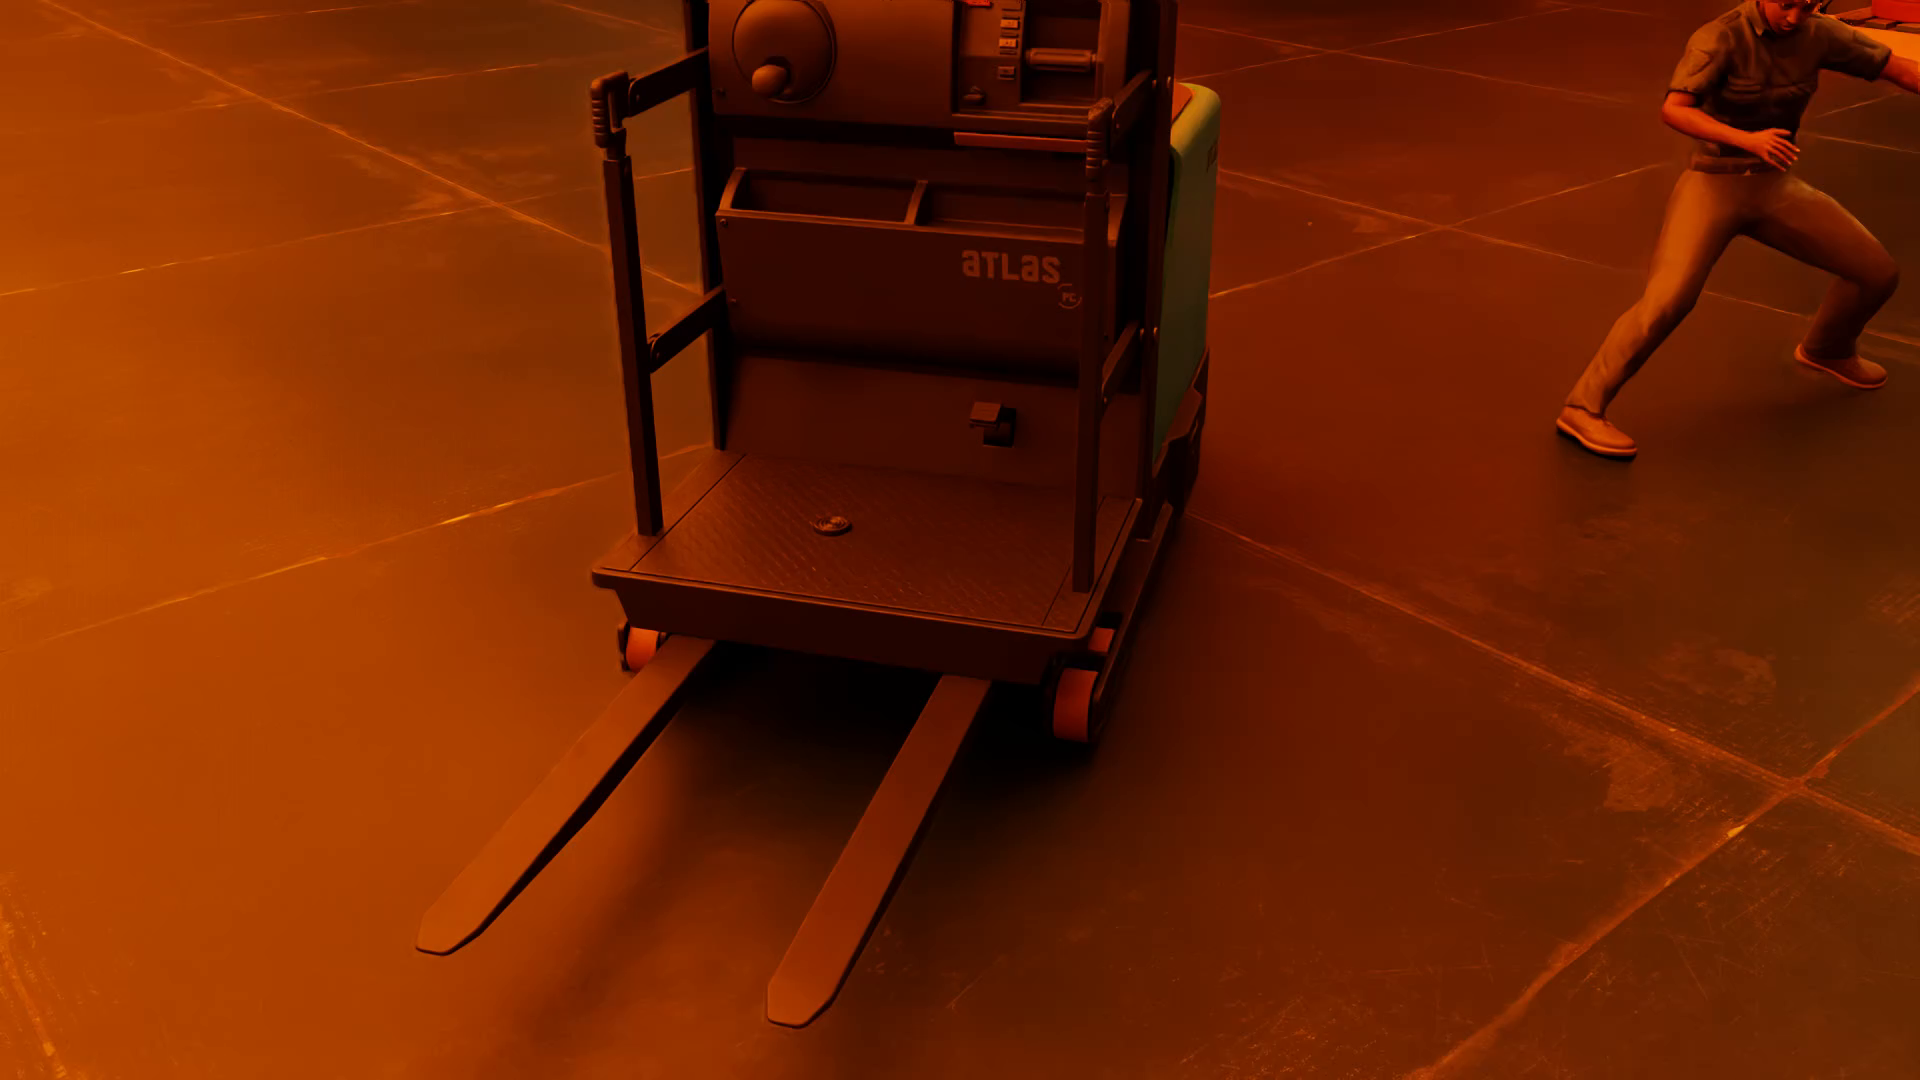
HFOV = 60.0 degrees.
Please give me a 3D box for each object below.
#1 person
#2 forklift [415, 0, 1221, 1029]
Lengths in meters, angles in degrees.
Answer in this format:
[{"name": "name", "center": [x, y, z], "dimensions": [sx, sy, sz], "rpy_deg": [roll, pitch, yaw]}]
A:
[{"name": "person", "center": [2.448, -1.024, 4.959], "dimensions": [1.194, 1.426, 0.617], "rpy_deg": [-2, 26, -4]}, {"name": "forklift", "center": [-0.147, -1.064, 3.348], "dimensions": [1.130, 2.935, 3.031], "rpy_deg": [7, 27, 14]}]
